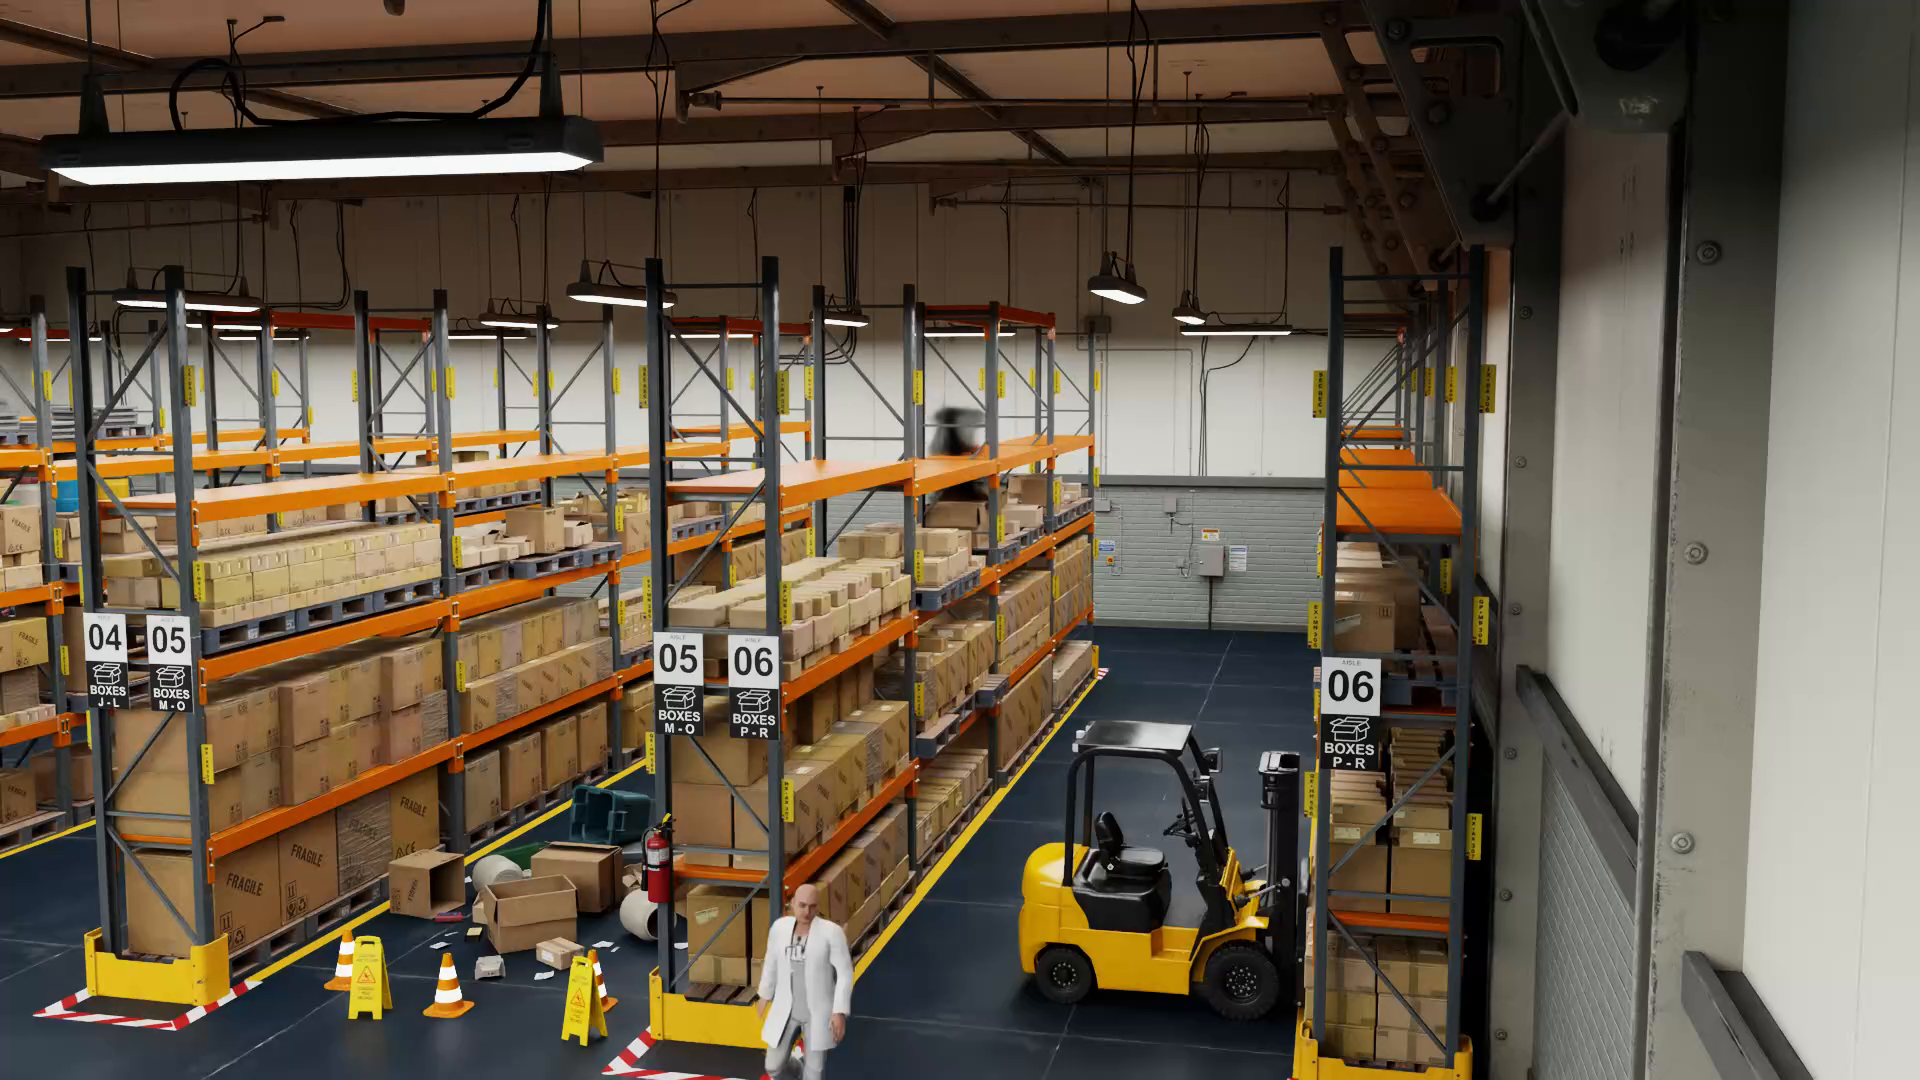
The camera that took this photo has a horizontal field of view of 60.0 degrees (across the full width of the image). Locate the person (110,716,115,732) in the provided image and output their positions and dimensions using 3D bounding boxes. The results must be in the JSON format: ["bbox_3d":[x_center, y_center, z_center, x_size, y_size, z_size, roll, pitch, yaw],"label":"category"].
[{"bbox_3d":[-11.534,2.077,22.807,0.578,1.610,0.724,-1,6,-10],"label":"person"}]

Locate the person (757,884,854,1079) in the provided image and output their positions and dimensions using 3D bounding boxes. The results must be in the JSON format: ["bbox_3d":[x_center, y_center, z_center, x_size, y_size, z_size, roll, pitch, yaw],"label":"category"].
[{"bbox_3d":[-1.047,3.156,11.287,0.743,1.747,0.731,1,6,10],"label":"person"}]
